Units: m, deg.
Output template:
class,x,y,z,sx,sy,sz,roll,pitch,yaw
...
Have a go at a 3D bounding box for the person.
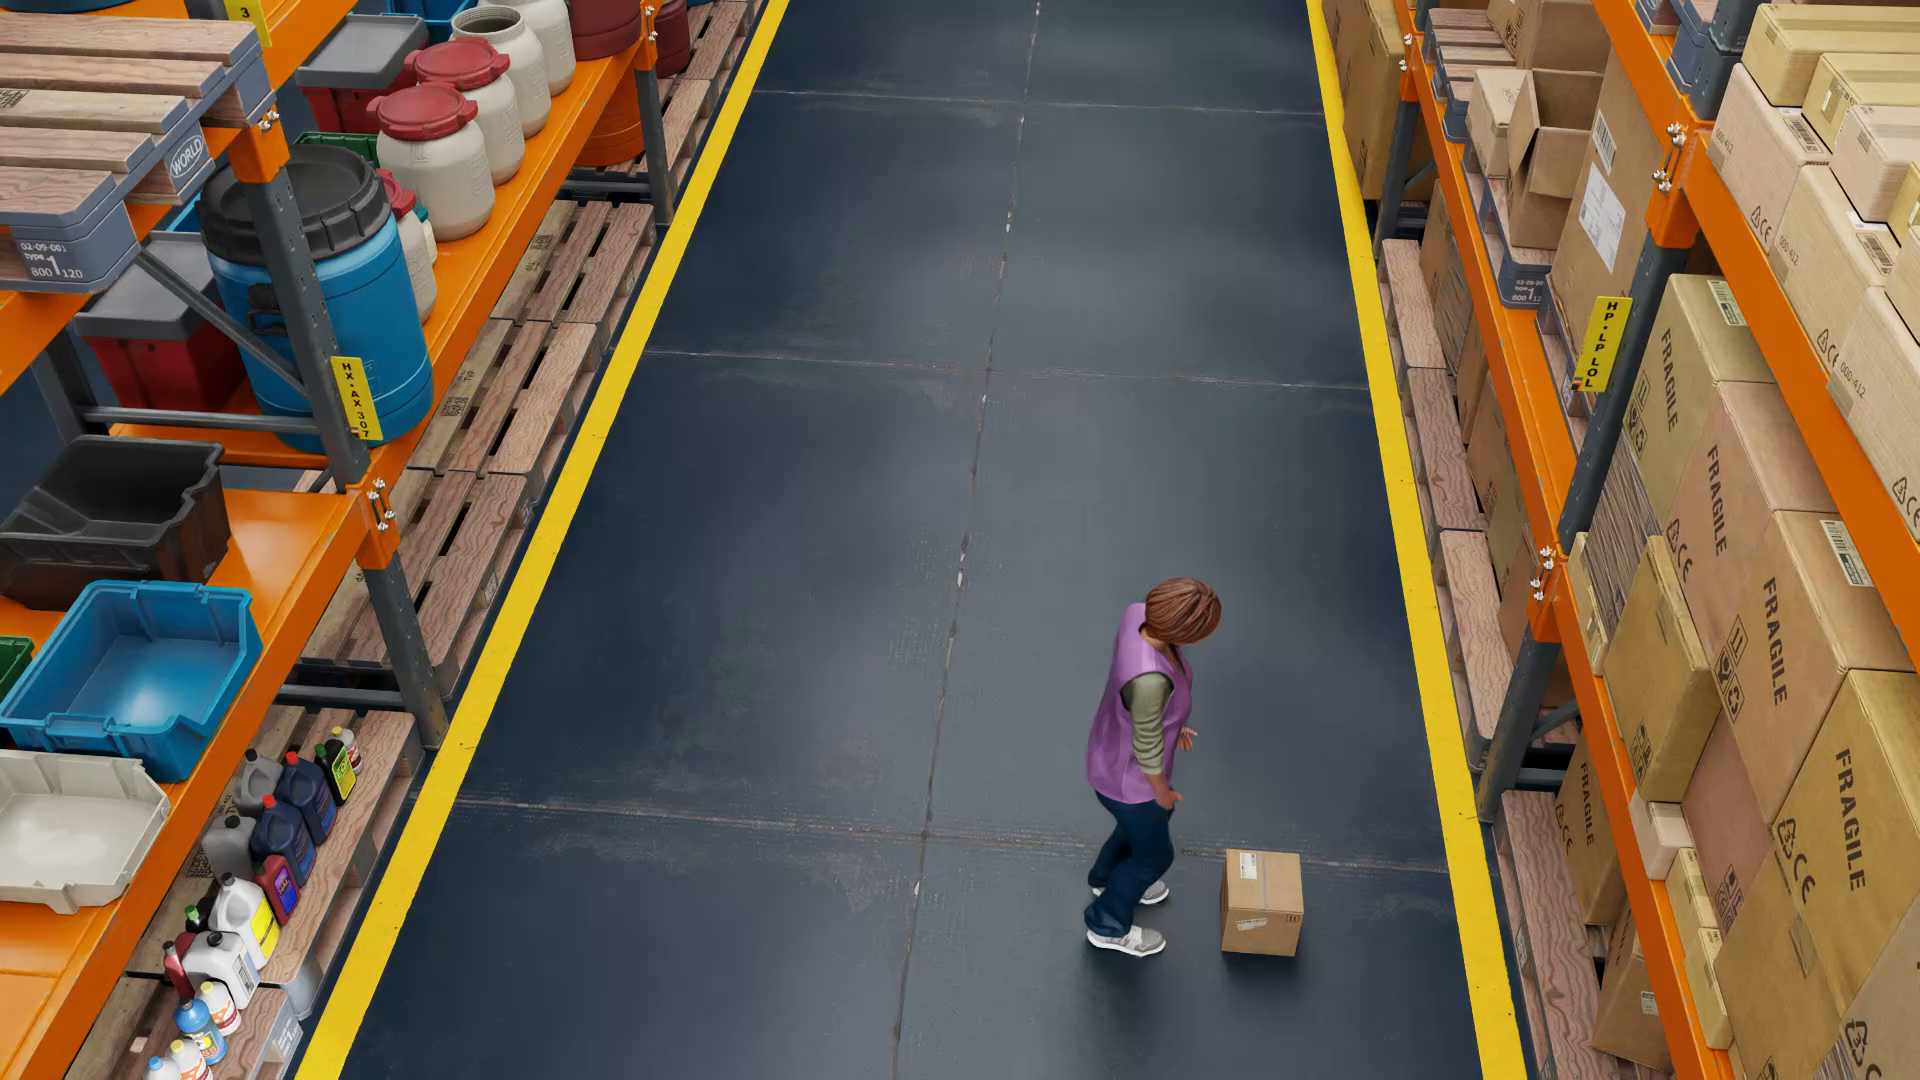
class,x,y,z,sx,sy,sz,roll,pitch,yaw
person,0.598,0.765,5.407,0.437,1.434,0.437,4,41,5
